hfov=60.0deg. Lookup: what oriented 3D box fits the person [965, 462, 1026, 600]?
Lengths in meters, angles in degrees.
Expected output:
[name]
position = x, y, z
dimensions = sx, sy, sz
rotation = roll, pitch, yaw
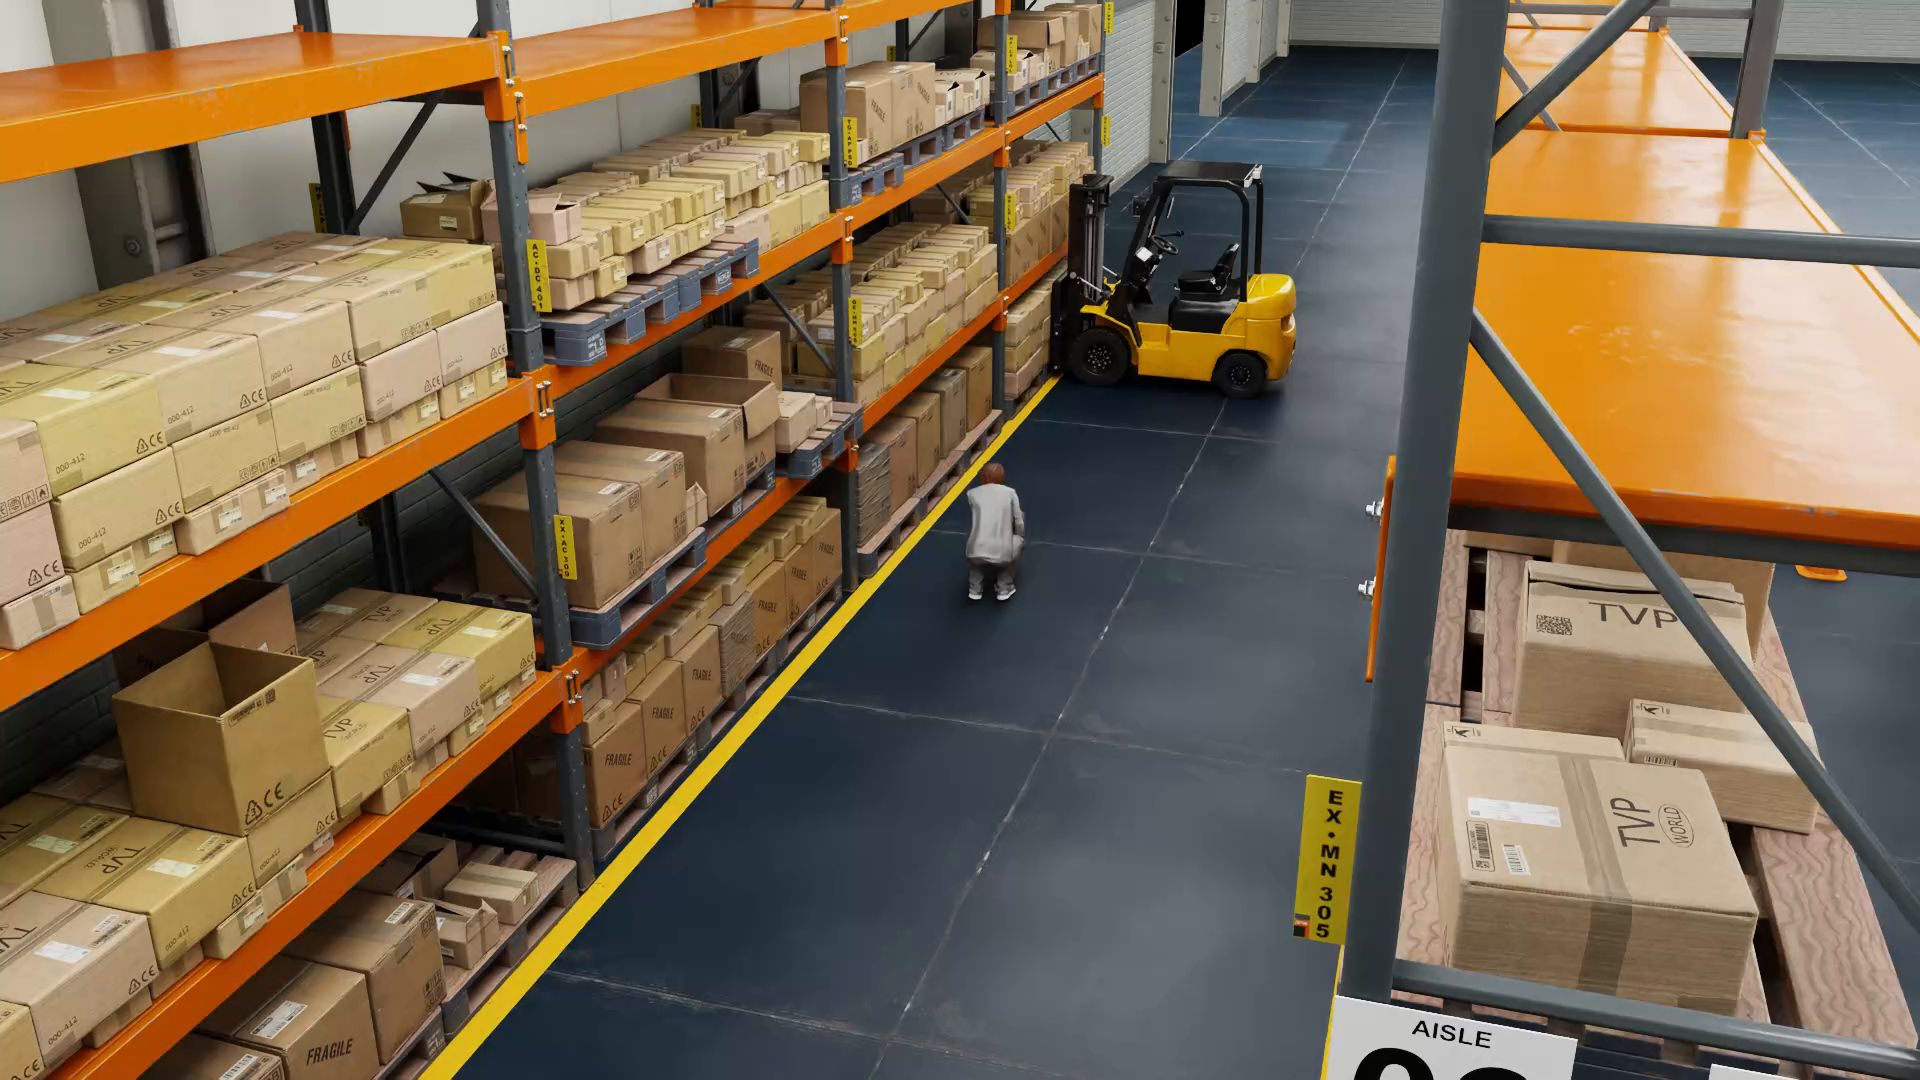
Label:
[person]
position = 0.252, -0.051, 12.151
dimensions = 0.425, 0.896, 0.825
rotation = 4, 23, 11
